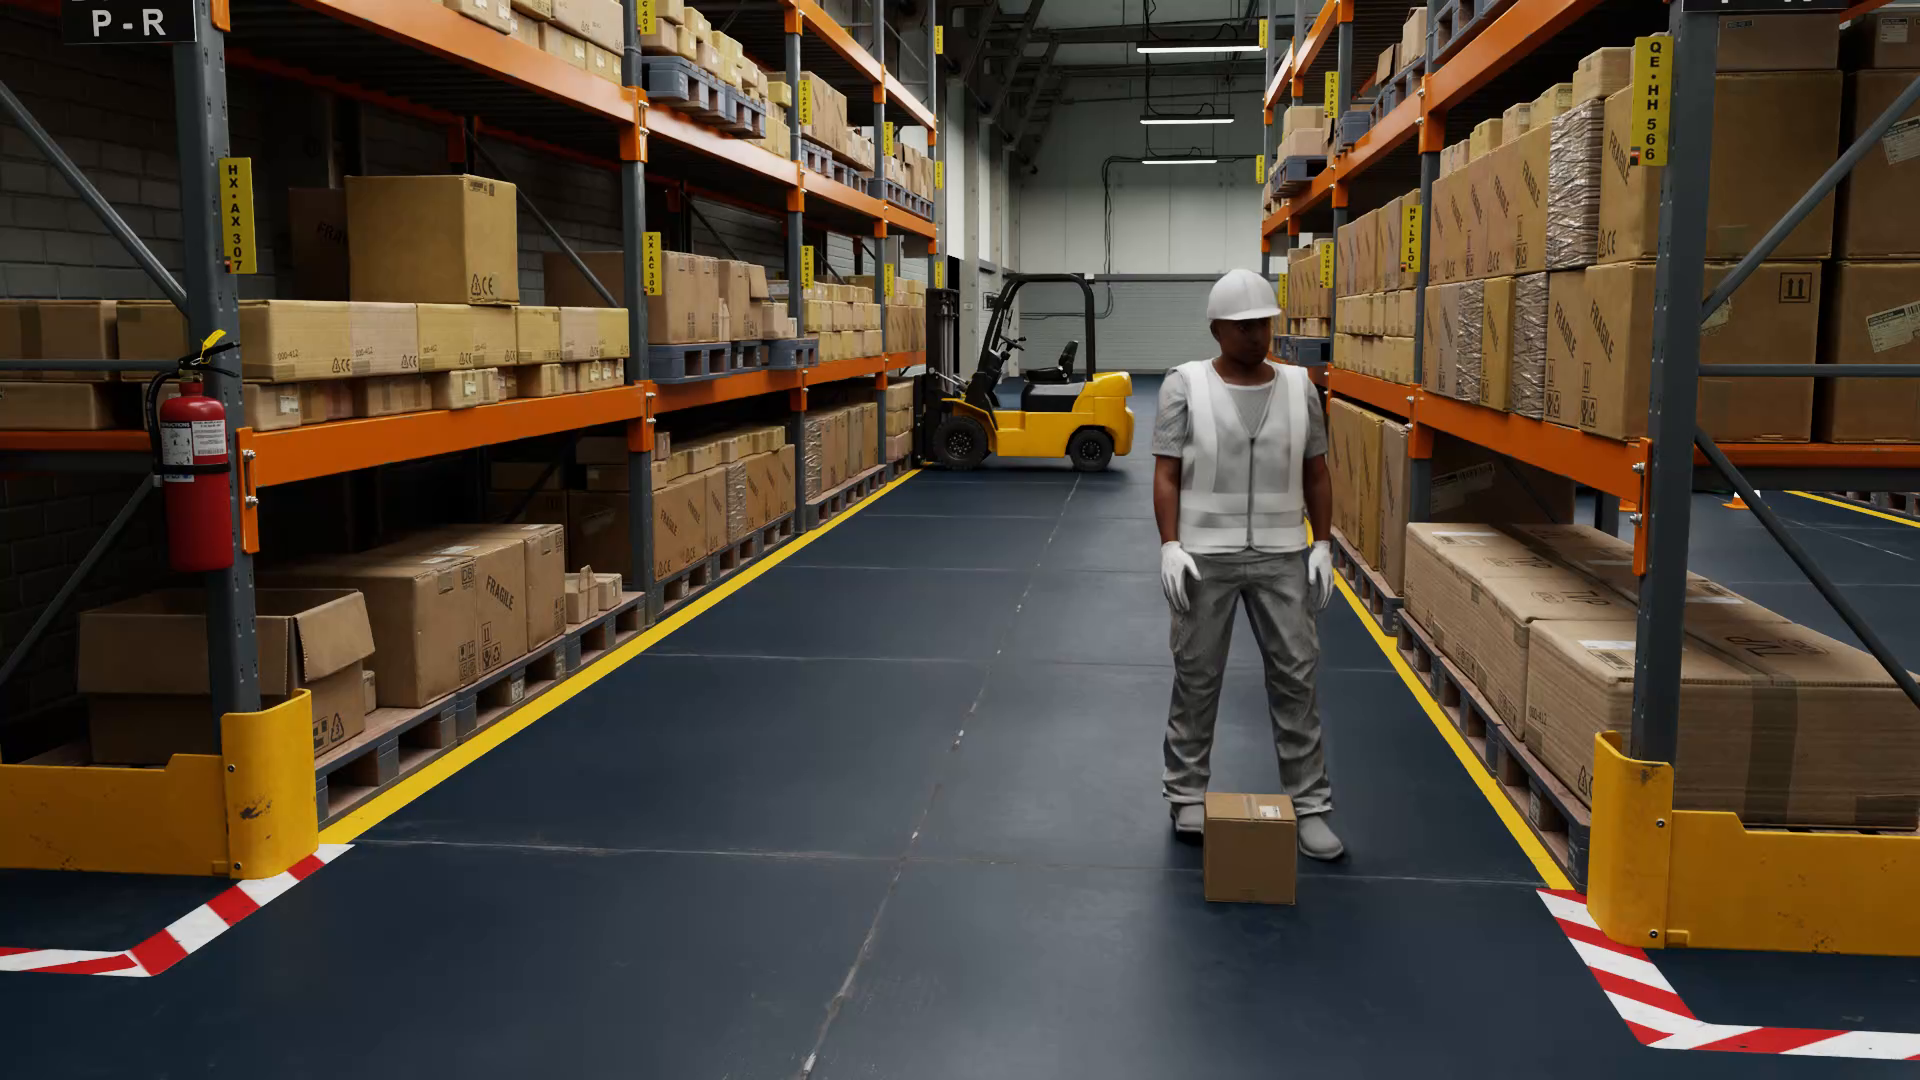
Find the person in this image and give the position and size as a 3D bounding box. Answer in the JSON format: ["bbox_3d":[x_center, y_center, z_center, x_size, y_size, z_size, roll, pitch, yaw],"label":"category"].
[{"bbox_3d":[0.891,0.068,5.161,0.581,1.796,0.487,0,8,-3],"label":"person"}]
